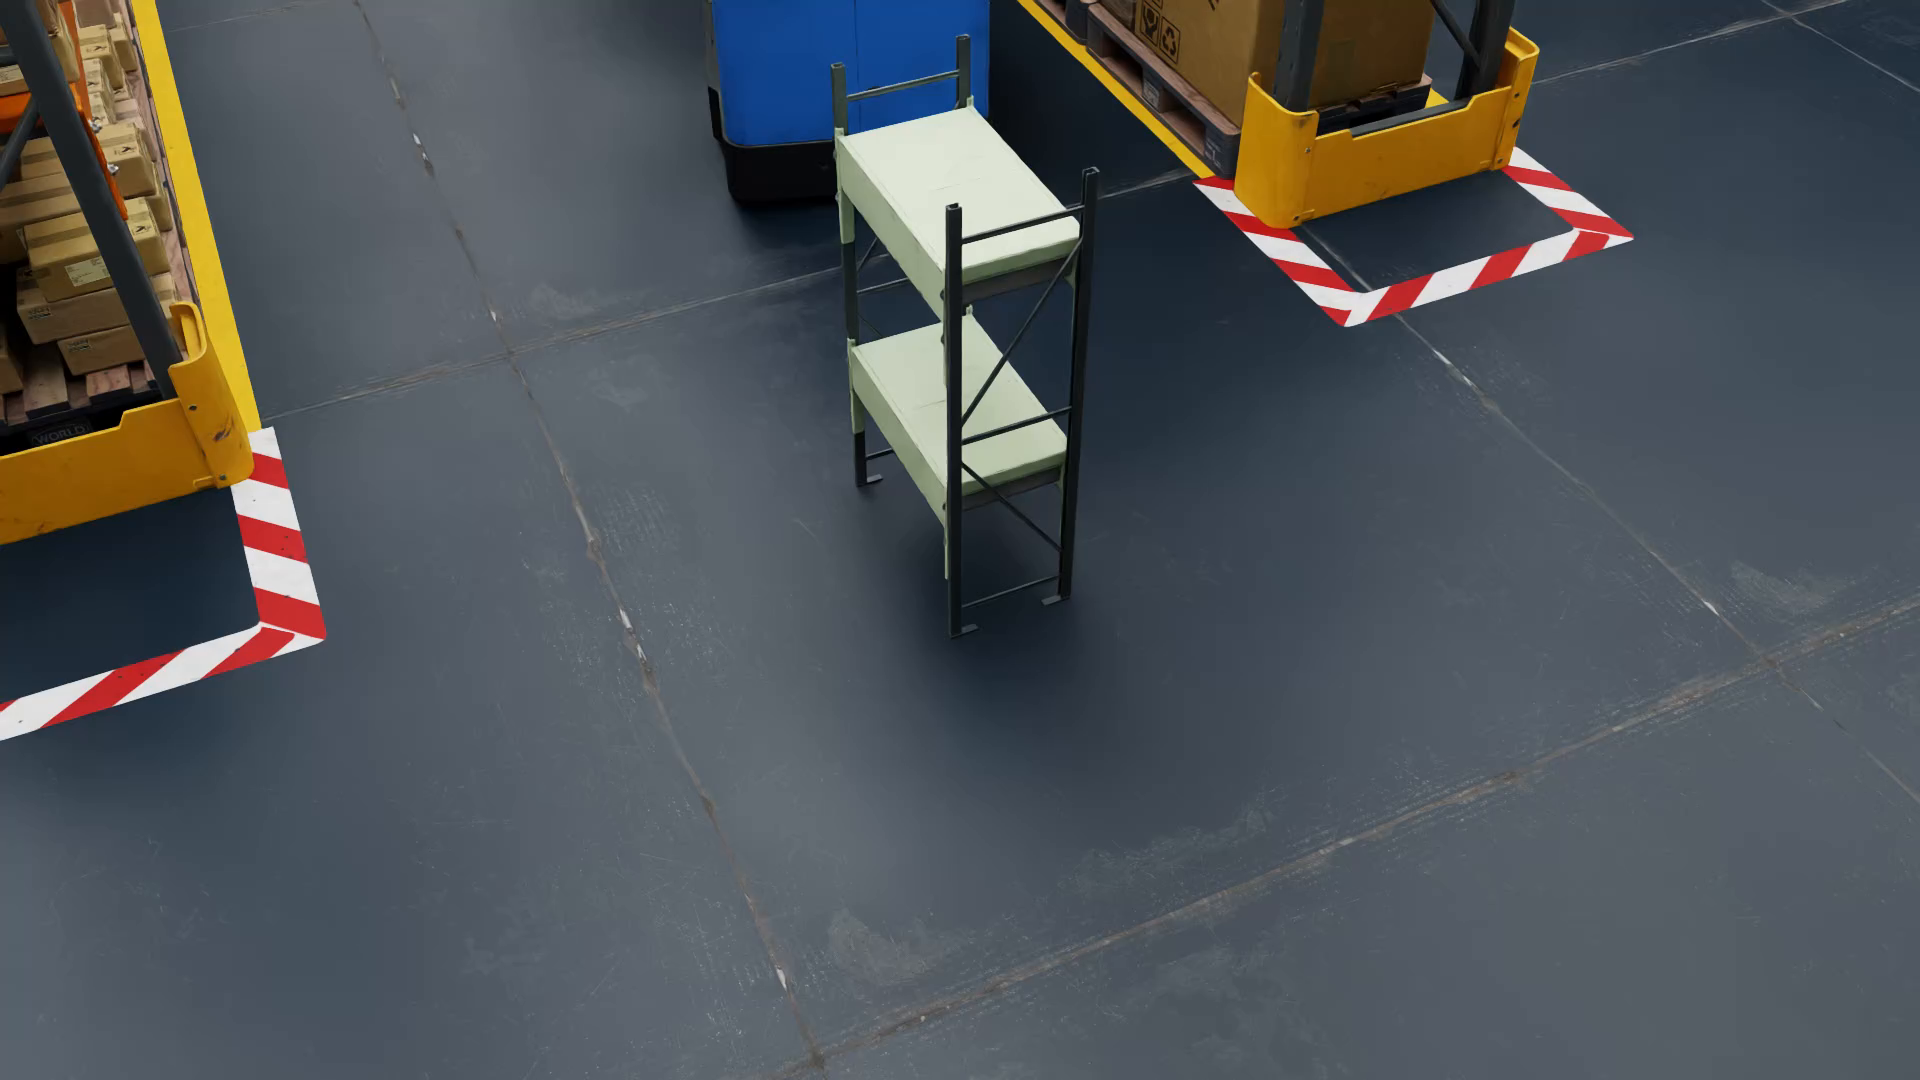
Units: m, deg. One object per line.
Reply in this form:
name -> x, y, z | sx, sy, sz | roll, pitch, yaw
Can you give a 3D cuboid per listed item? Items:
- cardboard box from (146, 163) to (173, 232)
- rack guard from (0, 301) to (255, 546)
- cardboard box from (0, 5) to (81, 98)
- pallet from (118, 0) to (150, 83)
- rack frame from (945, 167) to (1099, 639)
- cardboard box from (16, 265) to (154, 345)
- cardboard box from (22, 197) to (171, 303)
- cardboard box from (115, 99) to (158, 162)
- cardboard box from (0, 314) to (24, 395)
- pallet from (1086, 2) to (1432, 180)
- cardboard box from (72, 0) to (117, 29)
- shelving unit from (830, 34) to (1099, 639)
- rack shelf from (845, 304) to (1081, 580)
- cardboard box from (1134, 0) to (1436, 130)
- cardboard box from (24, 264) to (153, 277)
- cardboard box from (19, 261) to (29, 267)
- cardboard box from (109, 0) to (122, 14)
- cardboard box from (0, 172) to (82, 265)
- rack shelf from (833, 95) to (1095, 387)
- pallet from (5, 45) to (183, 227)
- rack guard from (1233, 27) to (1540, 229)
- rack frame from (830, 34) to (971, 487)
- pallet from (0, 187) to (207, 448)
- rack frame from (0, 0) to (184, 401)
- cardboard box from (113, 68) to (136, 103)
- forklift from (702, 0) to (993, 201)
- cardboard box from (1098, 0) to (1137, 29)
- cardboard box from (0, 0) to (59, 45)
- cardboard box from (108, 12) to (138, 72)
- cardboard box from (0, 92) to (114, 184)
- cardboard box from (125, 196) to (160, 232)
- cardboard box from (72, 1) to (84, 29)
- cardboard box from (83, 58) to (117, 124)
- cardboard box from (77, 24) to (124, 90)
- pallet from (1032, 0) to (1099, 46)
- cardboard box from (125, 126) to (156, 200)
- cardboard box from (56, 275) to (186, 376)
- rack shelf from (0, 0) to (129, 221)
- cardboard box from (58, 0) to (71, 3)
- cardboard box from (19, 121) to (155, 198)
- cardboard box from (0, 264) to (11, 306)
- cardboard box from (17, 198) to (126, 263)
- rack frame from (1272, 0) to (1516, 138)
cardboard box -> -3.110, -1.217, 6.078 | 0.380, 0.149, 0.250 | -17, 47, -17
rack guard -> -2.909, -0.318, 5.216 | 1.175, 0.500, 0.348 | -18, 47, -17
cardboard box -> -2.715, -1.373, 4.685 | 0.380, 0.149, 0.250 | -18, 48, -18
pallet -> -4.244, -2.298, 7.429 | 1.003, 0.211, 1.213 | -18, 47, -17
rack frame -> 0.151, -0.305, 4.491 | 0.400, 1.500, 0.023 | -18, 47, -17
cardboard box -> -2.864, -0.810, 5.454 | 0.380, 0.149, 0.250 | -16, 47, -16
cardboard box -> -2.789, -0.940, 5.374 | 0.380, 0.149, 0.250 | -20, 48, -19
cardboard box -> -3.329, -1.535, 6.401 | 0.380, 0.149, 0.250 | -20, 48, -19
cardboard box -> -3.287, -0.568, 5.421 | 0.380, 0.149, 0.250 | -17, 47, -17
pallet -> 1.259, -2.054, 7.181 | 1.003, 0.211, 1.213 | -18, 47, -17
cardboard box -> -3.558, -2.095, 6.545 | 0.380, 0.149, 0.250 | -20, 48, -19
shelving unit -> -0.003, -0.538, 4.728 | 0.431, 1.500, 0.755 | -18, 47, -17
rack shelf -> -0.003, -0.306, 4.957 | 0.431, 0.370, 0.720 | -18, 47, -17
cardboard box -> 1.324, -2.337, 6.697 | 0.875, 0.875, 0.875 | -18, 47, -17
cardboard box -> -2.991, -0.865, 5.722 | 0.380, 0.149, 0.250 | -18, 47, -18
cardboard box -> -3.101, -1.021, 5.880 | 0.380, 0.149, 0.250 | -18, 47, -17
cardboard box -> -3.881, -2.354, 7.231 | 0.380, 0.149, 0.250 | -20, 48, -19
cardboard box -> -3.014, -1.080, 5.516 | 0.380, 0.149, 0.250 | -17, 47, -17
rack shelf -> -0.003, -0.816, 4.453 | 0.431, 0.370, 0.720 | -18, 47, -17
pallet -> -3.727, -1.520, 6.640 | 1.003, 0.211, 1.213 | -18, 47, -17
rack guard -> 1.676, -1.655, 6.571 | 1.175, 0.500, 0.348 | -18, 47, -17
rack frame -> -0.157, -0.771, 4.964 | 0.400, 1.500, 0.023 | -18, 47, -17
pallet -> -3.218, -0.743, 5.853 | 1.003, 0.211, 1.213 | -18, 47, -17
rack frame -> -2.877, -1.159, 4.289 | 1.000, 3.000, 0.127 | -18, 47, -17
cardboard box -> -3.469, -1.704, 6.572 | 0.380, 0.149, 0.250 | -18, 47, -17
forklift -> -0.608, -3.409, 6.618 | 1.130, 2.935, 3.031 | -6, 45, -6
cardboard box -> 0.942, -2.917, 7.284 | 0.875, 0.875, 0.875 | -18, 47, -17
cardboard box -> -2.815, -1.668, 4.522 | 0.500, 0.500, 0.500 | -16, 47, -16
cardboard box -> -3.649, -2.034, 6.907 | 0.380, 0.149, 0.250 | -18, 47, -17
cardboard box -> -3.183, -1.412, 5.853 | 0.380, 0.149, 0.250 | -20, 48, -19
cardboard box -> -2.928, -1.001, 5.648 | 0.380, 0.149, 0.250 | -18, 47, -18
cardboard box -> -3.553, -1.905, 6.352 | 0.380, 0.149, 0.250 | -18, 47, -17
cardboard box -> -3.291, -1.592, 6.035 | 0.380, 0.149, 0.250 | -16, 47, -16
cardboard box -> -3.360, -1.773, 6.218 | 0.380, 0.149, 0.250 | -17, 47, -17
pallet -> 0.750, -2.830, 7.968 | 1.003, 0.211, 1.213 | -18, 47, -17
cardboard box -> -3.121, -1.326, 5.977 | 0.380, 0.149, 0.250 | -17, 47, -16
cardboard box -> -2.806, -0.722, 5.577 | 0.380, 0.149, 0.250 | -17, 47, -17
rack shelf -> -3.718, -2.178, 5.834 | 1.077, 0.370, 4.000 | -18, 47, -17
cardboard box -> -2.925, -1.710, 5.027 | 0.380, 0.149, 0.250 | -19, 48, -19
cardboard box -> -3.003, -1.279, 5.717 | 0.380, 0.149, 0.250 | -18, 47, -18
cardboard box -> -3.520, -0.896, 5.753 | 0.380, 0.149, 0.250 | -18, 47, -18
cardboard box -> -3.111, -1.131, 5.779 | 0.380, 0.149, 0.250 | -17, 47, -17
rack frame -> 1.666, -2.560, 5.709 | 1.000, 3.000, 0.127 | -18, 47, -17
